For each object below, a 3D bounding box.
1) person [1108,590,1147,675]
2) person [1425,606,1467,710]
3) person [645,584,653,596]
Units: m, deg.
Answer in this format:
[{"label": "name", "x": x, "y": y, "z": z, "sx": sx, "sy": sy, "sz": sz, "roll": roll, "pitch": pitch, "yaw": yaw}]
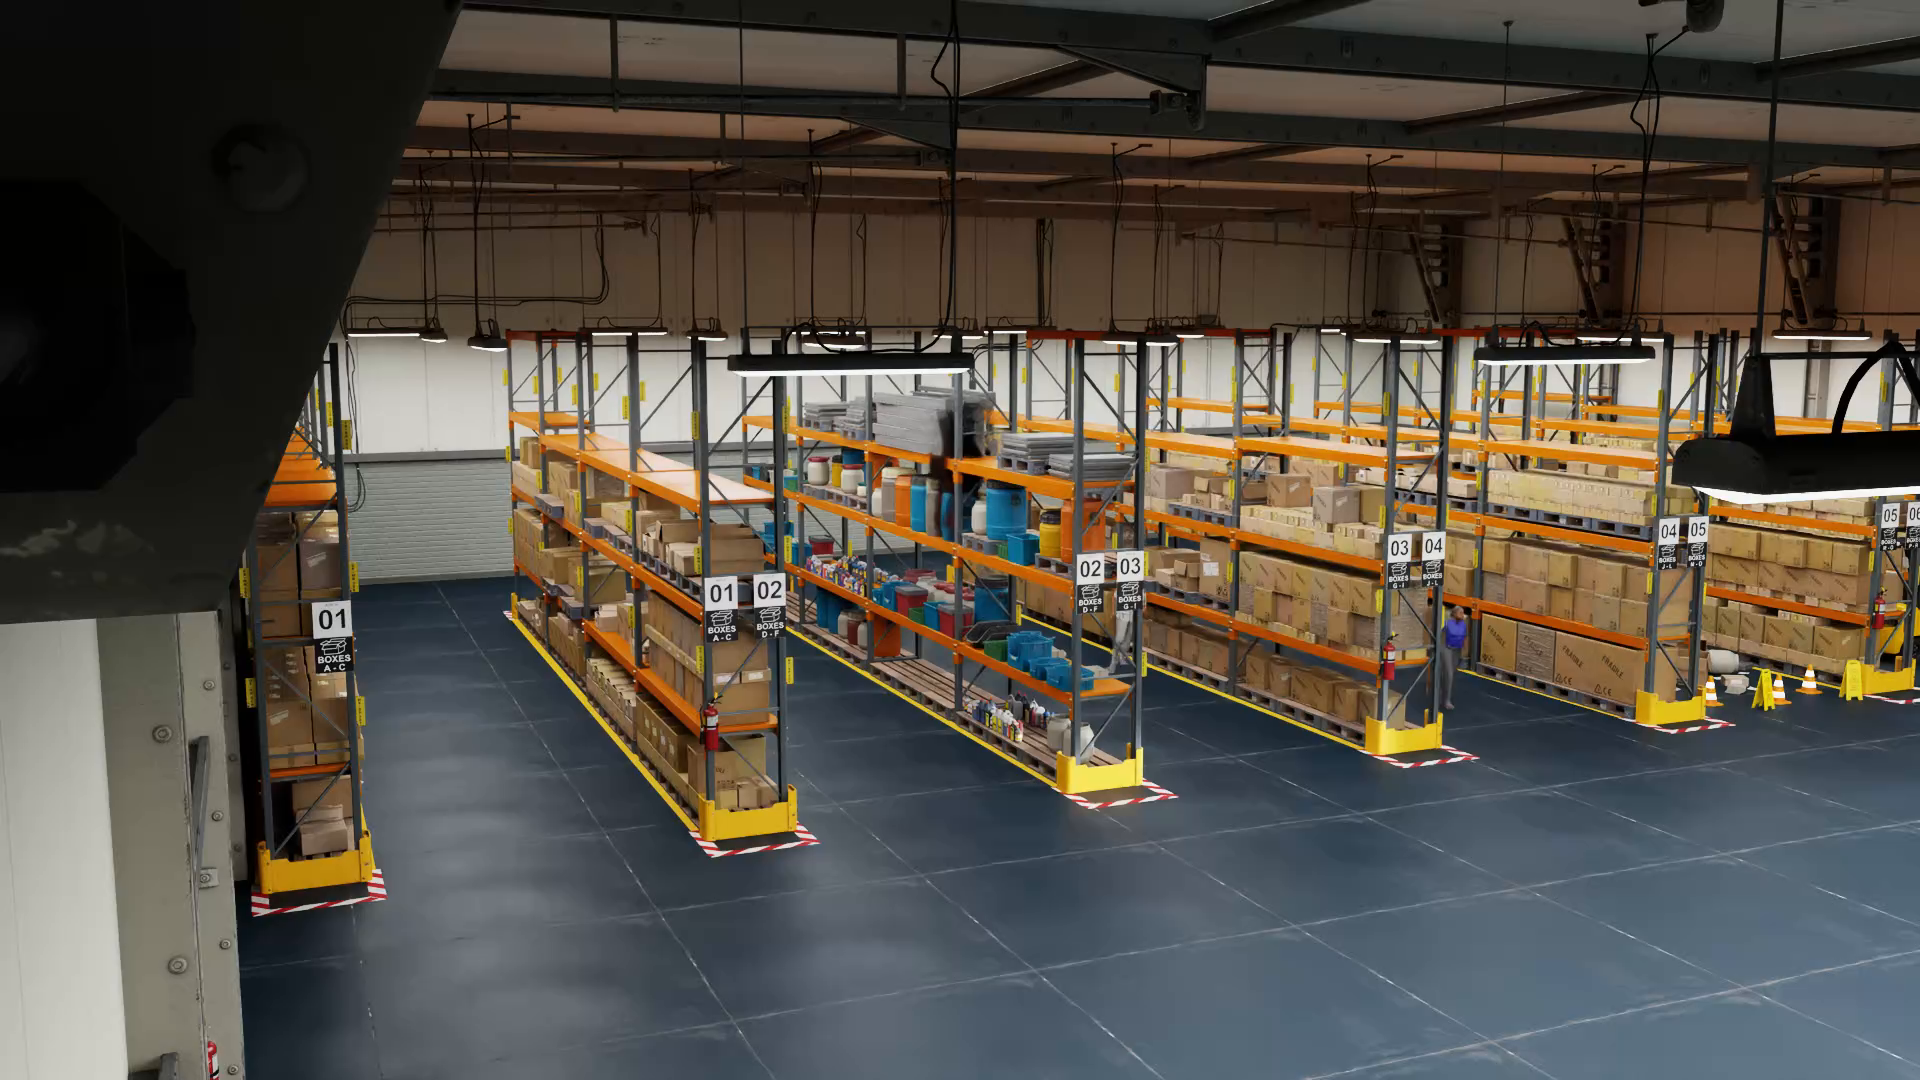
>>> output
[{"label": "person", "x": 2.836, "y": 1.405, "z": 28.323, "sx": 0.685, "sy": 1.692, "sz": 0.745, "roll": 0, "pitch": 8, "yaw": -3}, {"label": "person", "x": 7.964, "y": 1.862, "z": 27.037, "sx": 0.621, "sy": 1.616, "sz": 0.858, "roll": -3, "pitch": 9, "yaw": -24}, {"label": "person", "x": -5.540, "y": 1.233, "z": 31.064, "sx": 0.657, "sy": 1.784, "sz": 0.796, "roll": -3, "pitch": 8, "yaw": -21}]
